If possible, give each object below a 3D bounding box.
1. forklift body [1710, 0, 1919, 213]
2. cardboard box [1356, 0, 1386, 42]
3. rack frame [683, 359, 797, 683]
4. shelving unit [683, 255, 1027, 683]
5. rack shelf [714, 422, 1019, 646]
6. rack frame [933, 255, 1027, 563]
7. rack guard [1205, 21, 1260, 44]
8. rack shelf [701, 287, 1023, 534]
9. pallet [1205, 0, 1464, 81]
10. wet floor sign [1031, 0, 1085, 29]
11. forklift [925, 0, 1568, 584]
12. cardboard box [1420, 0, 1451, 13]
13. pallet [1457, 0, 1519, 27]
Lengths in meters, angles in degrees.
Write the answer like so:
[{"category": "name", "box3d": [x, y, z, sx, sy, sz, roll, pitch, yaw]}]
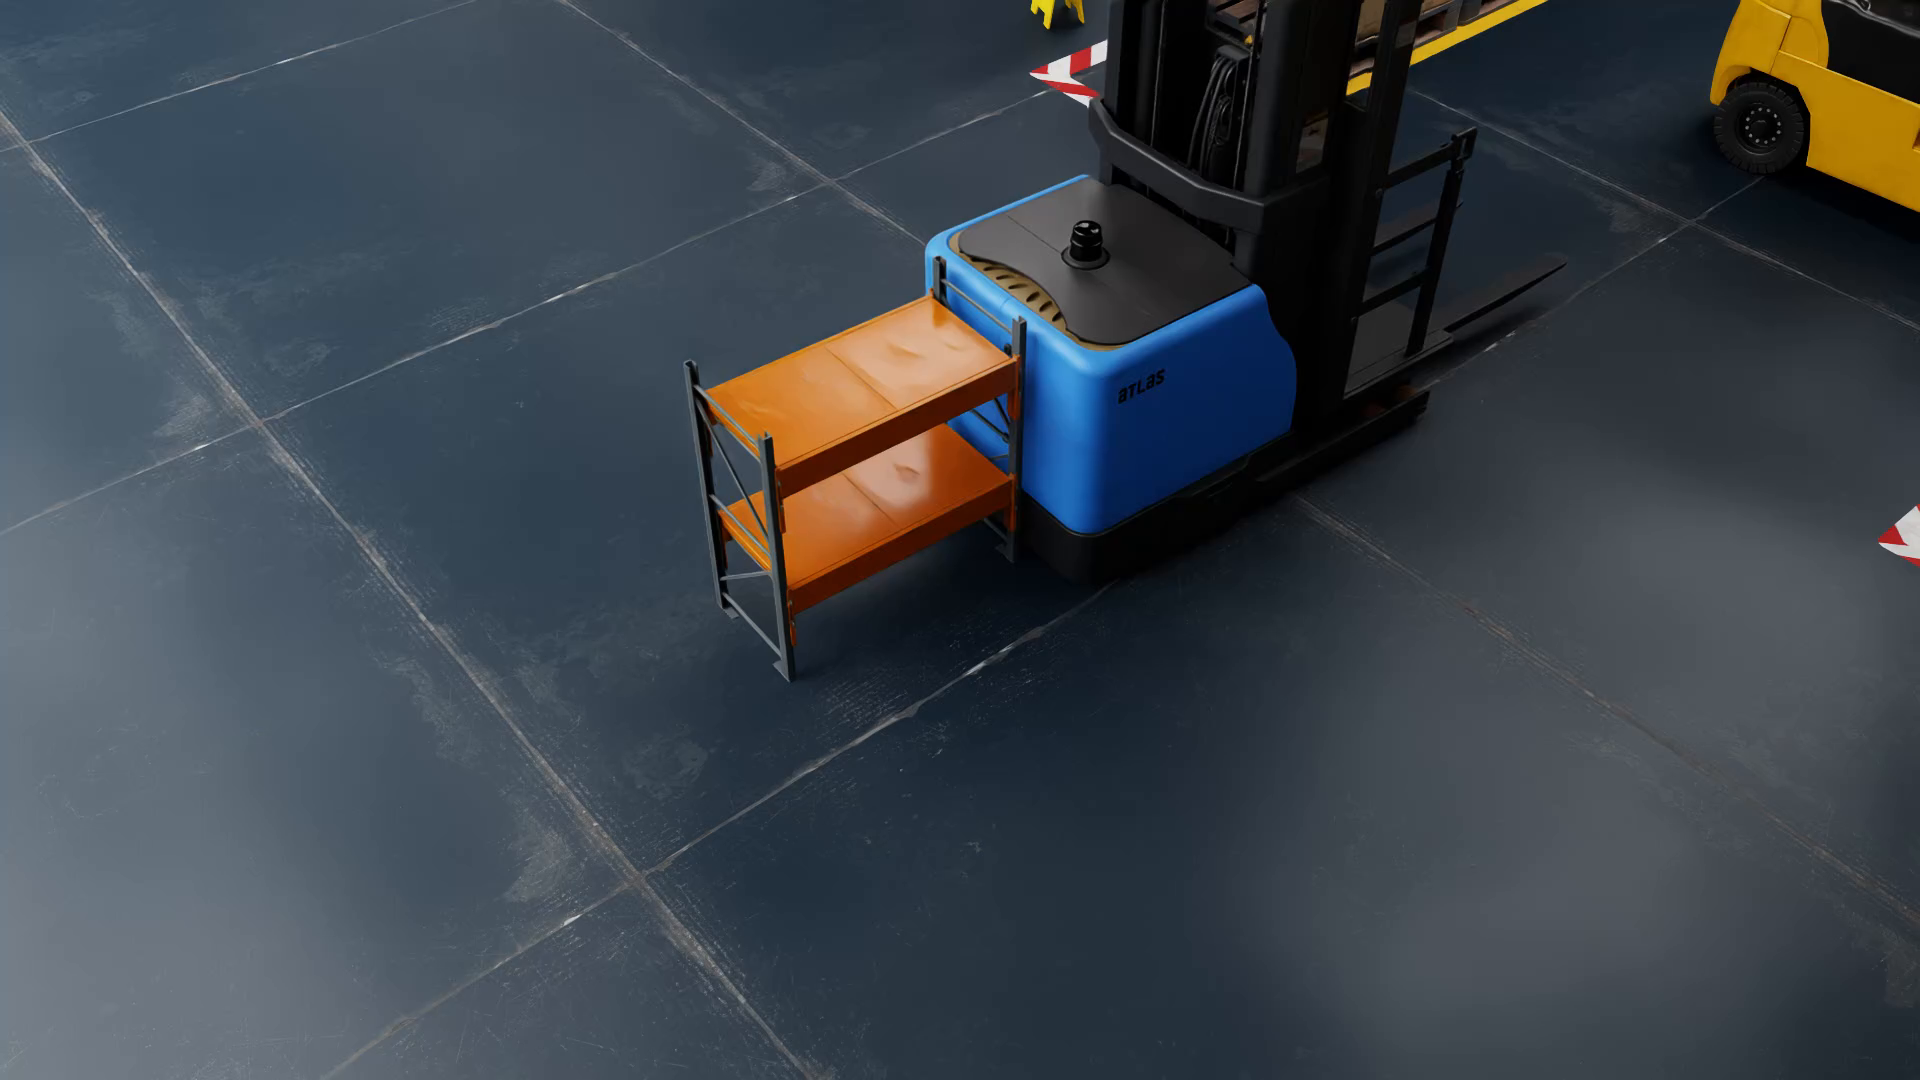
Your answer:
[{"category": "forklift body", "box3d": [4.875, -2.557, 7.627, 1.214, 2.155, 2.313, -30, 51, -28]}, {"category": "cardboard box", "box3d": [2.200, -3.041, 9.223, 0.500, 0.250, 0.500, -30, 51, -28]}, {"category": "rack frame", "box3d": [-0.746, -0.042, 5.698, 0.032, 1.125, 0.500, -27, 50, -26]}, {"category": "shelving unit", "box3d": [-0.341, -0.252, 5.922, 1.048, 1.125, 0.538, -27, 50, -26]}, {"category": "rack shelf", "box3d": [-0.341, -0.074, 6.089, 1.000, 0.278, 0.538, -27, 50, -26]}, {"category": "rack frame", "box3d": [0.065, -0.462, 6.145, 0.032, 1.125, 0.500, -27, 50, -26]}, {"category": "rack guard", "box3d": [1.462, -2.803, 9.094, 0.348, 0.500, 1.175, -30, 51, -28]}, {"category": "rack shelf", "box3d": [-0.341, -0.466, 5.721, 1.000, 0.278, 0.538, -27, 50, -26]}, {"category": "pallet", "box3d": [2.108, -3.036, 9.553, 1.213, 0.211, 1.003, -30, 51, -28]}, {"category": "wet floor sign", "box3d": [0.572, -3.301, 9.518, 0.232, 0.644, 0.267, -14, 45, -14]}, {"category": "forklift", "box3d": [1.339, -1.735, 6.181, 3.031, 2.935, 1.130, -27, 50, -26]}, {"category": "cardboard box", "box3d": [2.596, -3.261, 9.458, 0.500, 0.250, 0.500, -28, 50, -27]}, {"category": "pallet", "box3d": [3.043, -3.569, 10.121, 1.213, 0.211, 1.003, -30, 51, -28]}]
